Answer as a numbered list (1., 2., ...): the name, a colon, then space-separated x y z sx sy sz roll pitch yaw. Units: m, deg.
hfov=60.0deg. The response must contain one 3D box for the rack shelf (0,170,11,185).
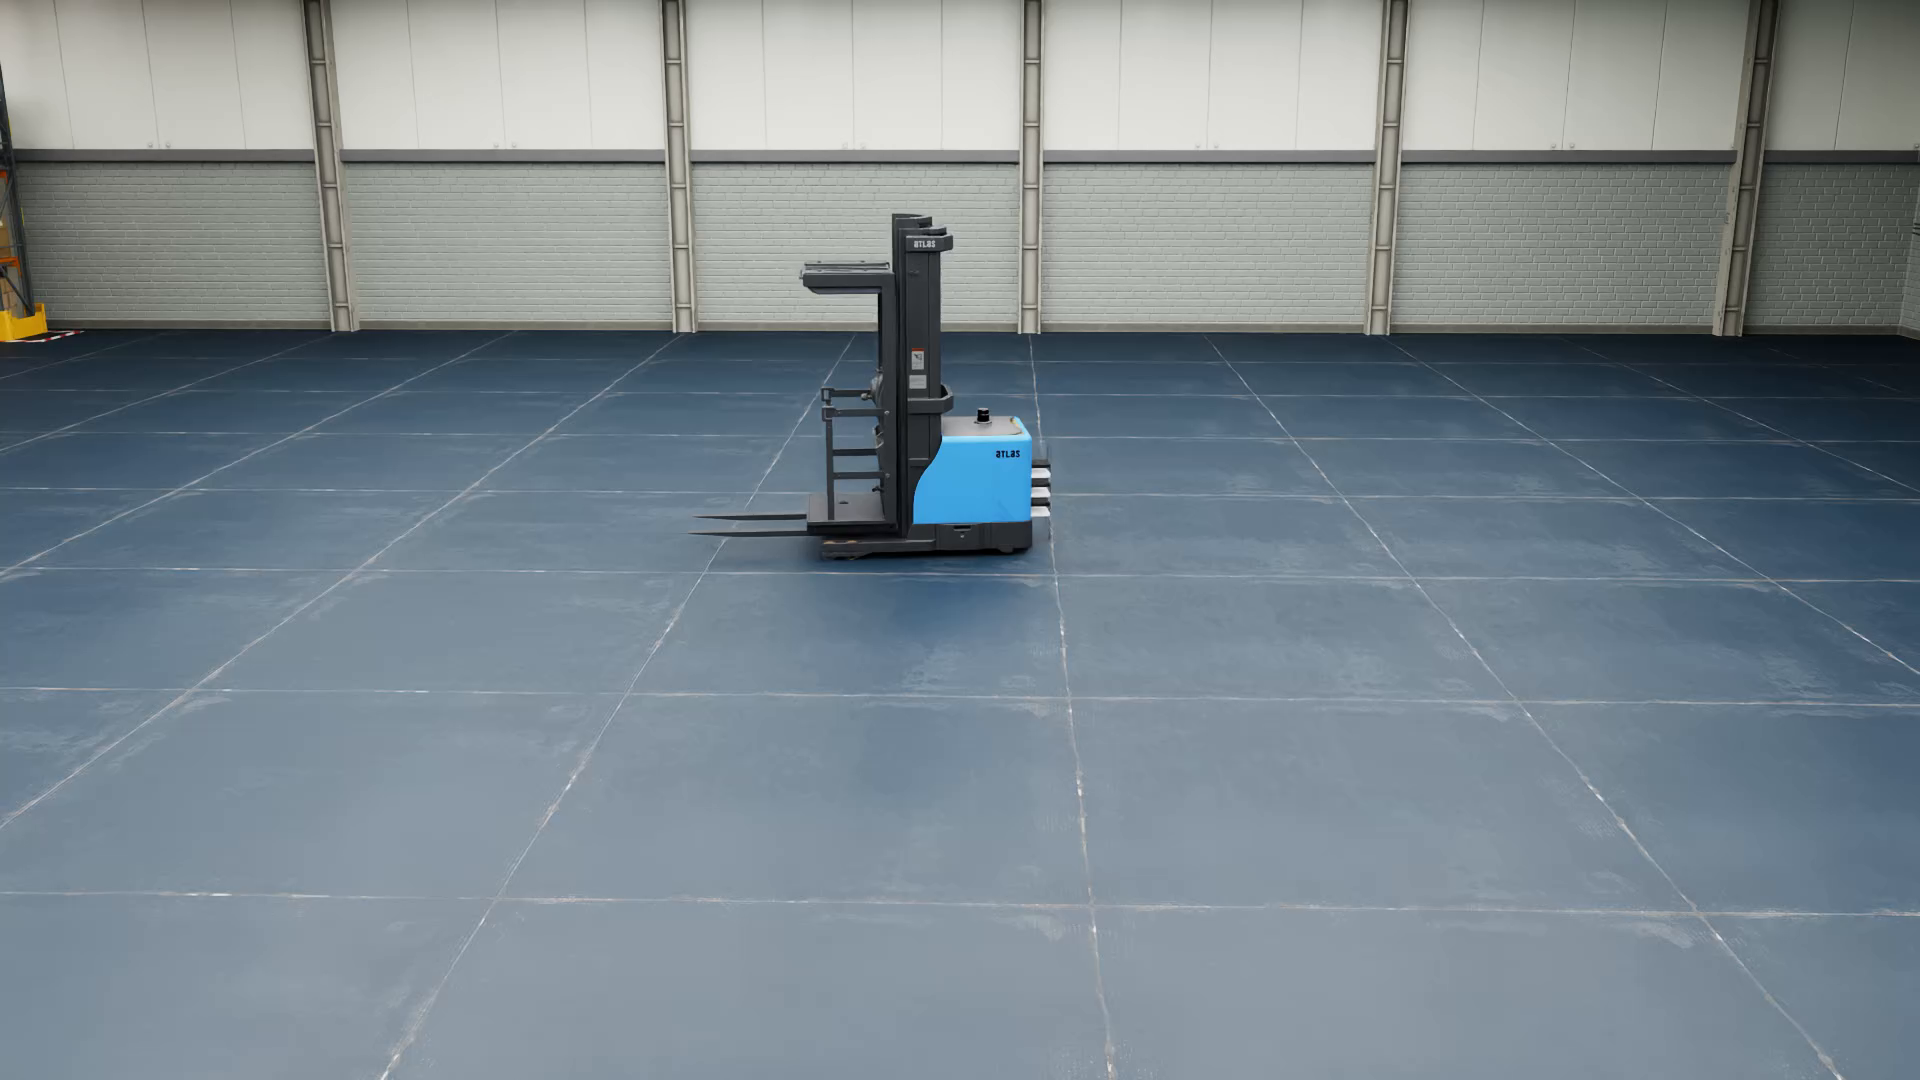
1. rack shelf: -18.116 -6.057 27.856 4.000 0.370 1.077 0 15 1

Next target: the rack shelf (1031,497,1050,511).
1. rack shelf: 0.709 -0.333 15.233 0.200 0.077 0.258 -1 15 -5

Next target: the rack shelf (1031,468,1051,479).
1. rack shelf: 0.709 -0.595 15.164 0.200 0.077 0.258 -1 15 -5

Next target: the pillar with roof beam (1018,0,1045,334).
1. pillar with roof beam: 1.094 -6.861 23.615 0.400 9.000 9.100 0 15 1

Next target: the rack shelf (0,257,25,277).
1. rack shelf: -18.116 -4.606 28.239 4.000 0.370 1.077 0 15 1

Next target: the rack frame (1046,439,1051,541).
1. rack frame: 0.811 -0.455 15.210 0.006 0.900 0.240 -1 15 -5

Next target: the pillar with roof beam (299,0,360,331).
1. pillar with roof beam: -10.902 -6.939 23.912 0.400 9.000 9.100 0 15 1

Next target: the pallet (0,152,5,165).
1. pallet: -16.823 -6.360 27.769 1.213 0.211 1.003 0 15 1

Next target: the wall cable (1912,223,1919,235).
1. wall cable: 16.111 -6.023 26.525 0.112 2.526 3.097 0 15 1

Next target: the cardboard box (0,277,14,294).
1. cardboard box: -16.593 -4.349 28.462 0.500 0.250 0.500 0 15 1

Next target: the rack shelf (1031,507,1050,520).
1. rack shelf: 0.709 -0.246 15.256 0.200 0.077 0.258 -1 15 -5

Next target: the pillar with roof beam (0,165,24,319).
1. pillar with roof beam: -16.900 -6.978 24.060 0.400 9.000 9.100 0 15 1

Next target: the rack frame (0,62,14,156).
1. rack frame: -16.117 -7.842 27.333 0.127 3.000 1.000 0 15 1

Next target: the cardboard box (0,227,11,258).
1. cardboard box: -16.605 -5.063 28.366 0.500 0.500 0.500 1 15 3

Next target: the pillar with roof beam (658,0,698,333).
1. pillar with roof beam: -4.904 -6.900 23.763 0.400 9.000 9.100 0 15 1

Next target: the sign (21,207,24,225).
1. sign: -16.097 -5.539 28.514 0.005 0.325 0.100 0 15 1

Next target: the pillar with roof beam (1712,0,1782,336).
1. pillar with roof beam: 13.090 -6.783 23.319 0.400 9.000 9.100 0 15 1

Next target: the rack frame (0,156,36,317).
1. rack frame: -16.117 -4.941 28.098 0.127 3.000 1.000 0 15 1

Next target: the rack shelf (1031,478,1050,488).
1. rack shelf: 0.709 -0.507 15.187 0.200 0.077 0.258 -1 15 -5

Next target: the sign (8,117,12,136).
1. sign: -16.097 -6.994 28.130 0.005 0.325 0.100 0 15 1

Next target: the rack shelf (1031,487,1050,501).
1. rack shelf: 0.709 -0.420 15.210 0.200 0.077 0.258 -1 15 -5

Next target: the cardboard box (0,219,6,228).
1. cardboard box: -16.449 -5.371 28.261 0.250 0.149 0.380 0 15 0

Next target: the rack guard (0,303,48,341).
1. rack guard: -16.093 -3.732 28.416 0.348 0.500 1.175 0 15 1

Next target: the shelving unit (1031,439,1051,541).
1. shelving unit: 0.709 -0.453 15.202 0.210 0.900 0.258 -1 15 -5

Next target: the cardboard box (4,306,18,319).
1. cardboard box: -16.603 -3.868 28.596 0.500 0.250 0.500 0 15 2

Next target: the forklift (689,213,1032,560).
1. forklift: -0.904 -1.380 14.735 3.031 2.935 1.130 -1 15 -5

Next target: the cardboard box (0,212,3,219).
1. cardboard box: -16.447 -5.503 28.179 0.250 0.149 0.380 0 15 0

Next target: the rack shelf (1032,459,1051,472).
1. rack shelf: 0.709 -0.682 15.141 0.200 0.077 0.258 -1 15 -5

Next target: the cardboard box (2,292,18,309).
1. cardboard box: -16.582 -4.112 28.544 0.500 0.250 0.500 1 15 2

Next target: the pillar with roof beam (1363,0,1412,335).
1. pillar with roof beam: 7.092 -6.822 23.467 0.400 9.000 9.100 0 15 1
